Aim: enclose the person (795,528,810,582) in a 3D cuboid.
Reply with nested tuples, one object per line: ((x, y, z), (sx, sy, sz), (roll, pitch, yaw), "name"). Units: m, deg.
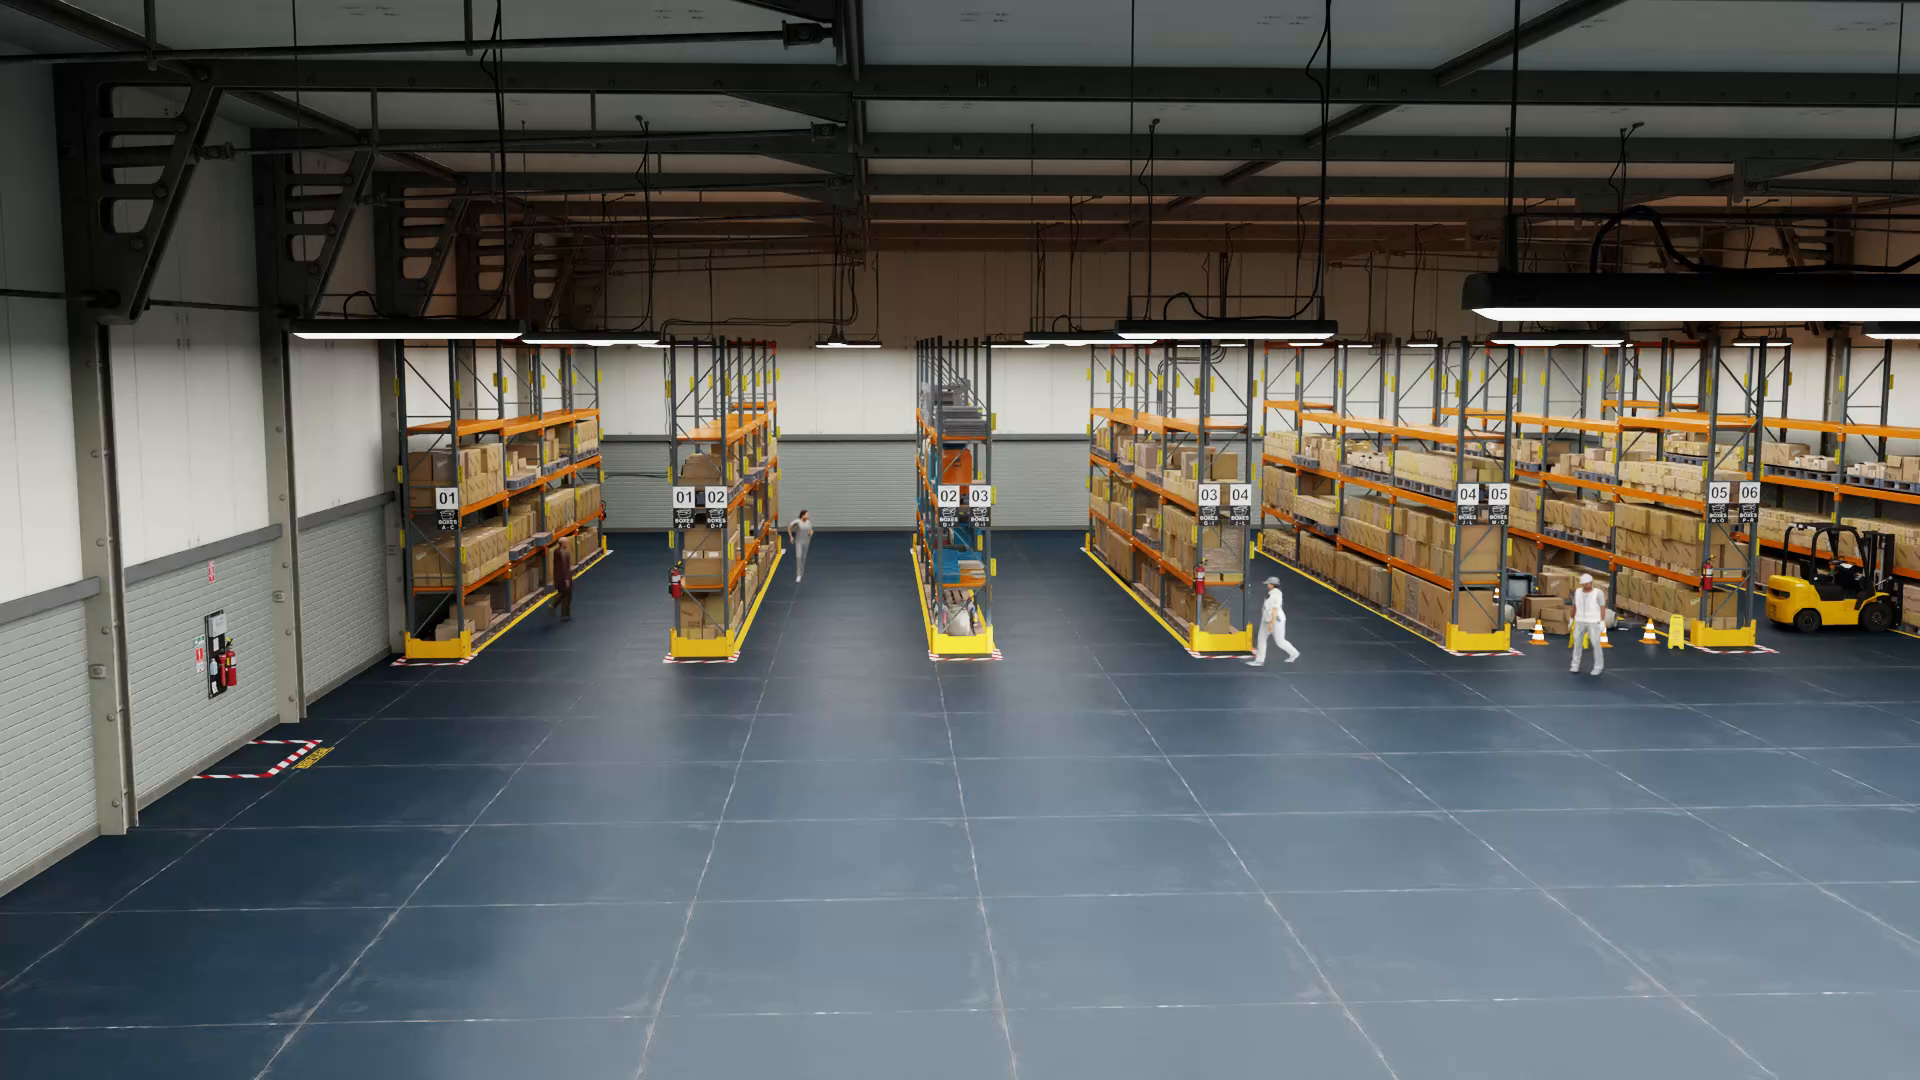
((-3.786, 0.322, 39.939), (0.350, 1.261, 0.784), (-1, 7, -9), "person")

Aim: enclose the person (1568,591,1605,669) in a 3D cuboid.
((11.158, 1.578, 29.638), (0.633, 1.442, 0.313), (6, 9, 41), "person")

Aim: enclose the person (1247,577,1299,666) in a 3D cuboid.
((5.724, 1.478, 30.256), (0.925, 1.632, 0.458), (-3, 7, -27), "person")

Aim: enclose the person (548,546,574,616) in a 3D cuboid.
((-8.509, 0.873, 35.373), (0.566, 1.502, 0.557), (5, 8, 35), "person")
